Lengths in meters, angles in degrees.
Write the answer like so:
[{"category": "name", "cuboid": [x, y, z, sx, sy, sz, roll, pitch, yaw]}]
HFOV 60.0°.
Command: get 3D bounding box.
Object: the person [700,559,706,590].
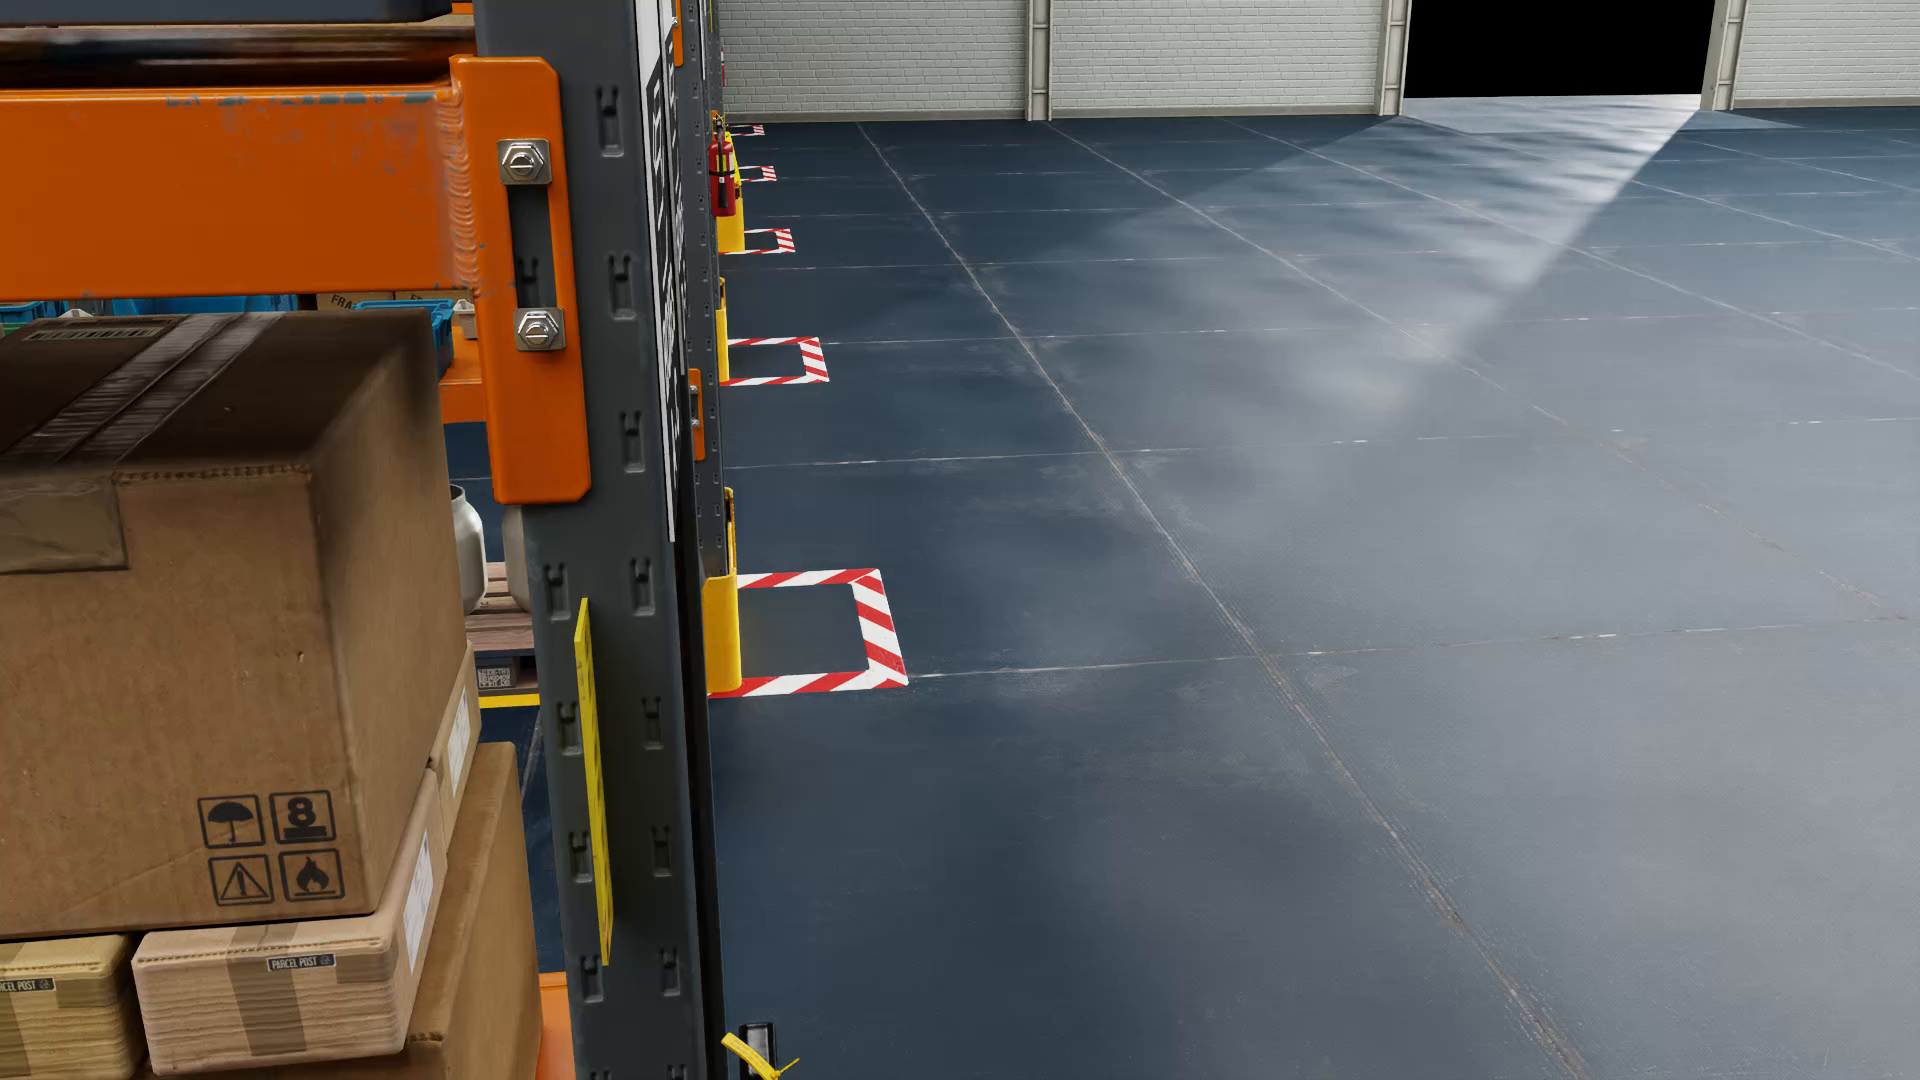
[{"category": "person", "cuboid": [-1.090, 0.143, 5.684, 0.398, 1.660, 0.492, 4, 20, 9]}]
